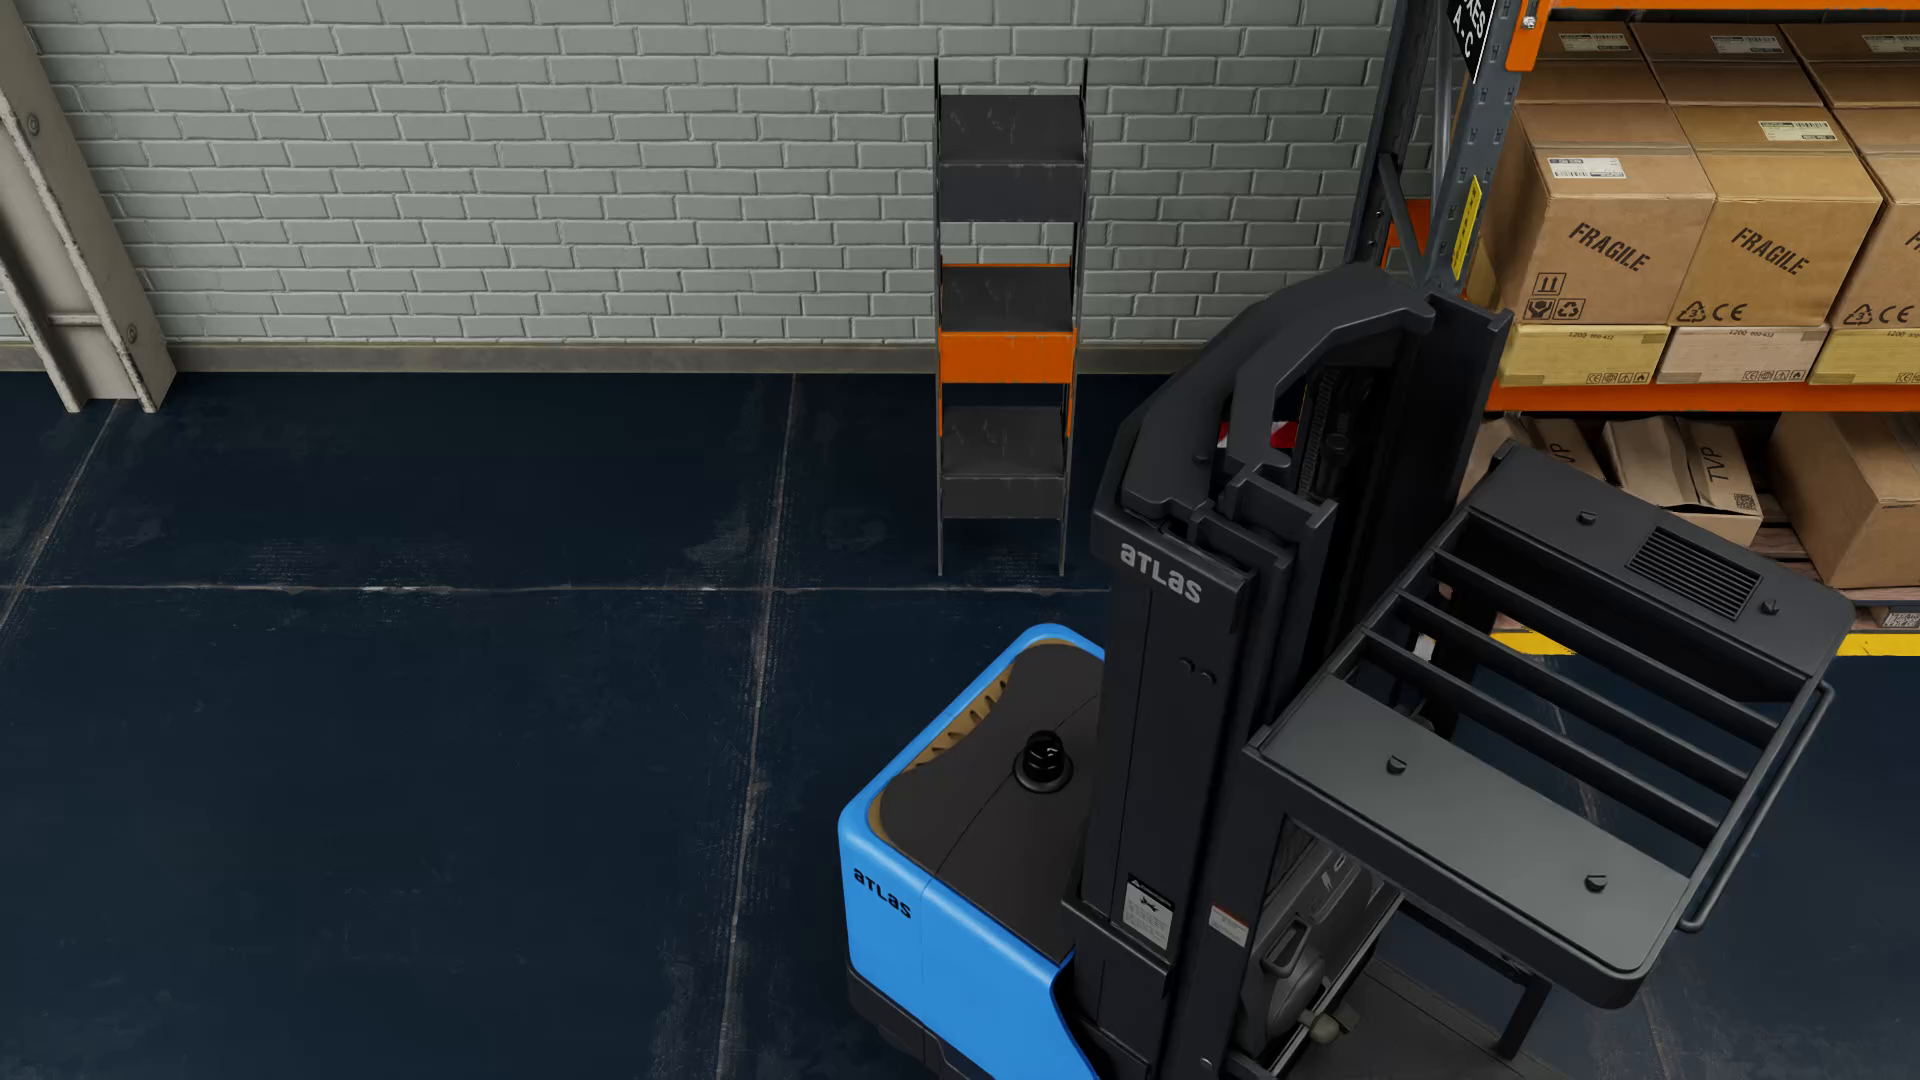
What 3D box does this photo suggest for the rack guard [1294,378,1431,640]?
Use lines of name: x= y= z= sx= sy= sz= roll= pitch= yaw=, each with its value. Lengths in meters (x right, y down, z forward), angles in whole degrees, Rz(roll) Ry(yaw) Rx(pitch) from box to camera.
rack guard: x=1.621 y=-0.201 z=6.676 sx=0.348 sy=0.500 sz=1.175 roll=0 pitch=47 yaw=0

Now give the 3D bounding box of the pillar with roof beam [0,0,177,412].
pillar with roof beam: x=-3.768 y=-0.593 z=1.235 sx=0.400 sy=9.000 sz=9.100 roll=0 pitch=47 yaw=0

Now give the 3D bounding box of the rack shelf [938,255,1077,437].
rack shelf: x=0.166 y=-0.706 z=6.072 sx=0.480 sy=0.518 sz=0.431 roll=0 pitch=47 yaw=0

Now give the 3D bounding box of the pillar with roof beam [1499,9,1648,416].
pillar with roof beam: x=2.232 y=-0.577 z=1.220 sx=0.400 sy=9.000 sz=9.100 roll=0 pitch=47 yaw=0

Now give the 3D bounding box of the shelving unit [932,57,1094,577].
shelving unit: x=0.166 y=-0.715 z=6.062 sx=0.503 sy=2.100 sz=0.431 roll=0 pitch=47 yaw=0

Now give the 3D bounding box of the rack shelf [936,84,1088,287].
rack shelf: x=0.166 y=-1.183 z=5.559 sx=0.480 sy=0.518 sz=0.431 roll=0 pitch=47 yaw=0

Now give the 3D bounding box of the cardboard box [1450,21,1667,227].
cardboard box: x=2.017 y=-1.418 z=5.678 sx=0.500 sy=0.500 sz=0.500 roll=0 pitch=47 yaw=0

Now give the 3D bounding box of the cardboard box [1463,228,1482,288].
cardboard box: x=2.013 y=-1.149 z=5.940 sx=0.500 sy=0.250 sz=0.500 roll=1 pitch=47 yaw=1

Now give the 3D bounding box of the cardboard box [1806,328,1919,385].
cardboard box: x=3.060 y=-0.778 z=5.595 sx=0.500 sy=0.250 sz=0.500 roll=-1 pitch=47 yaw=0

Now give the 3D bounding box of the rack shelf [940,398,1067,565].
rack shelf: x=0.166 y=-0.229 z=6.584 sx=0.480 sy=0.518 sz=0.431 roll=0 pitch=47 yaw=0

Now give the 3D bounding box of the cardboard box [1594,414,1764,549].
cardboard box: x=2.806 y=-0.217 z=6.520 sx=0.500 sy=0.311 sz=0.500 roll=4 pitch=47 yaw=3

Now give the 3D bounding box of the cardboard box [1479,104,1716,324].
cardboard box: x=2.021 y=-1.043 z=5.329 sx=0.500 sy=0.500 sz=0.500 roll=0 pitch=47 yaw=0

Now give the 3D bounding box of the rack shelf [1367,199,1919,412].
rack shelf: x=3.545 y=-0.802 z=6.020 sx=4.000 sy=0.370 sz=1.077 roll=0 pitch=47 yaw=0

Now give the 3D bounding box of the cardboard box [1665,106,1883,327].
cardboard box: x=2.515 y=-1.034 z=5.321 sx=0.500 sy=0.500 sz=0.500 roll=0 pitch=47 yaw=0

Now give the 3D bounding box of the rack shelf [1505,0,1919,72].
rack shelf: x=3.545 y=-1.824 z=4.922 sx=4.000 sy=0.370 sz=1.077 roll=0 pitch=47 yaw=0

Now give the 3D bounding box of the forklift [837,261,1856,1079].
forklift: x=1.101 y=0.920 z=3.972 sx=3.031 sy=2.935 sz=1.130 roll=31 pitch=54 yaw=25

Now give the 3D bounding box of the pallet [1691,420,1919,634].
pallet: x=3.650 y=-0.069 z=6.751 sx=1.213 sy=0.211 sz=1.003 roll=0 pitch=47 yaw=0

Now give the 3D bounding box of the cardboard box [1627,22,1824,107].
cardboard box: x=2.520 y=-1.410 z=5.670 sx=0.500 sy=0.500 sz=0.500 roll=1 pitch=47 yaw=1

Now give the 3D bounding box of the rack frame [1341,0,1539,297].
rack frame: x=1.545 y=-1.053 z=5.761 sx=0.127 sy=3.000 sz=1.000 roll=0 pitch=47 yaw=0

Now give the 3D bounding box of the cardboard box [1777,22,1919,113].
cardboard box: x=3.037 y=-1.411 z=5.672 sx=0.500 sy=0.500 sz=0.500 roll=-1 pitch=47 yaw=-1

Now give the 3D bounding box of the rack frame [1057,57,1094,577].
rack frame: x=0.410 y=-0.714 z=6.061 sx=0.015 sy=2.100 sz=0.400 roll=0 pitch=47 yaw=0

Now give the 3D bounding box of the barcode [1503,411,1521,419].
barcode: x=2.256 y=-0.515 z=6.791 sx=0.075 sy=0.075 sz=0.001 roll=0 pitch=47 yaw=0

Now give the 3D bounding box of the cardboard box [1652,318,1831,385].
cardboard box: x=2.551 y=-0.784 z=5.600 sx=0.500 sy=0.250 sz=0.500 roll=-1 pitch=47 yaw=-1

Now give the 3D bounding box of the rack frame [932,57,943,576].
rack frame: x=-0.078 y=-0.716 z=6.062 sx=0.015 sy=2.100 sz=0.400 roll=0 pitch=47 yaw=0

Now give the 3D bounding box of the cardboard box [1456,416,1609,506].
cardboard box: x=2.236 y=-0.219 z=6.522 sx=0.500 sy=0.311 sz=0.500 roll=-5 pitch=47 yaw=-4

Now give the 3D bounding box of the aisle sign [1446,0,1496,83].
aisle sign: x=1.472 y=-1.719 z=4.606 sx=0.004 sy=0.787 sz=0.394 roll=0 pitch=47 yaw=0

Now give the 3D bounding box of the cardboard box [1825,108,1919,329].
cardboard box: x=3.032 y=-1.028 z=5.315 sx=0.500 sy=0.500 sz=0.500 roll=-1 pitch=47 yaw=-1

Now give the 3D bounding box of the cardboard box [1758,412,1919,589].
cardboard box: x=3.540 y=-0.243 z=6.415 sx=0.500 sy=0.500 sz=0.700 roll=-3 pitch=47 yaw=-2

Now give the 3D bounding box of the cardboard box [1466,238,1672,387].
cardboard box: x=2.031 y=-0.775 z=5.592 sx=0.500 sy=0.250 sz=0.500 roll=-1 pitch=47 yaw=-1

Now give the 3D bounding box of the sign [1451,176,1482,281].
sign: x=1.543 y=-0.951 z=5.075 sx=0.005 sy=0.325 sz=0.100 roll=0 pitch=47 yaw=0

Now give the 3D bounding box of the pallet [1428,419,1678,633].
pallet: x=2.433 y=-0.074 z=6.756 sx=1.213 sy=0.211 sz=1.003 roll=0 pitch=47 yaw=0
